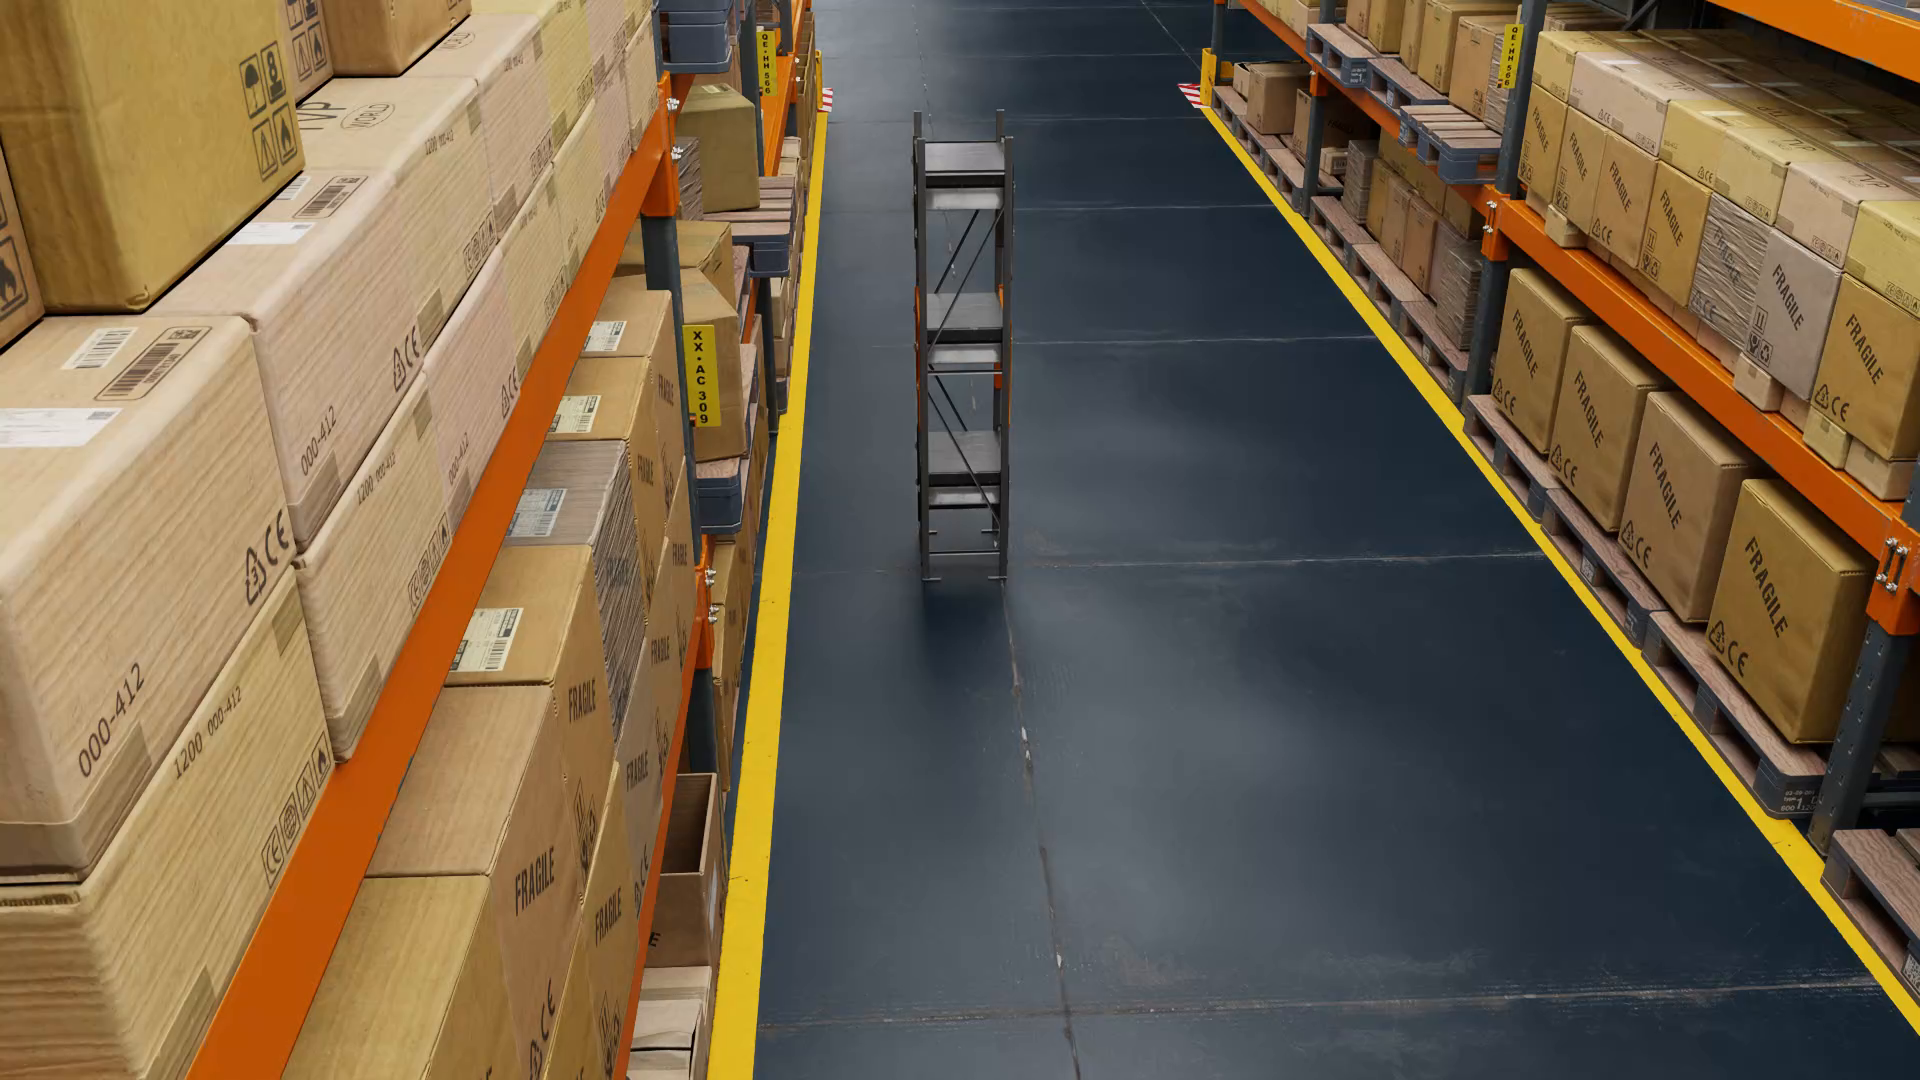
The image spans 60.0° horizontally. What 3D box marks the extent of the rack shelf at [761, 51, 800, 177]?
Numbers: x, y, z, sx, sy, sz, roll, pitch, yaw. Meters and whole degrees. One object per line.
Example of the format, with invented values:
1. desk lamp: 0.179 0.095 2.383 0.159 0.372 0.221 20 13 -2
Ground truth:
1. rack shelf: -1.636 -2.544 10.662 1.077 0.370 4.000 -1 28 -3

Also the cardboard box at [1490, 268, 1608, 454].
1. cardboard box: 3.322 -0.951 8.700 0.750 0.750 0.750 -2 28 -3

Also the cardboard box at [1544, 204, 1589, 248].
1. cardboard box: 3.135 -1.559 8.245 0.380 0.149 0.250 -1 28 -1

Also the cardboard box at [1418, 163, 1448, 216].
1. cardboard box: 3.326 -2.313 10.858 0.500 0.250 0.500 -2 28 -3

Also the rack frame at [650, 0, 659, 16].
1. rack frame: -1.323 -2.752 3.795 1.000 3.000 0.127 -1 28 -3

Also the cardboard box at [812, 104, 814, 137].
1. cardboard box: -1.536 -3.668 14.558 0.500 0.250 0.500 -1 28 -3

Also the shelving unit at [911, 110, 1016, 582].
1. shelving unit: 0.009 -0.855 7.618 0.431 2.100 0.503 -1 28 -3

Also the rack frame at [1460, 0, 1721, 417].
1. rack frame: 3.415 -2.060 8.957 1.000 3.000 0.127 -1 28 -3

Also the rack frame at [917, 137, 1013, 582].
1. rack frame: 0.021 -0.742 7.402 0.400 2.100 0.015 -1 28 -3

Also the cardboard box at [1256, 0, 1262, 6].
1. cardboard box: 2.792 -4.756 14.266 0.500 0.250 0.500 -1 28 -2

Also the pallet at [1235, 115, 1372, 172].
1. pallet: 3.069 -3.545 14.819 1.003 0.211 1.213 -1 28 -3

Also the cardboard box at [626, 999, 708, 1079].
1. cardboard box: -0.971 1.508 4.547 0.500 0.311 0.500 -1 28 -3

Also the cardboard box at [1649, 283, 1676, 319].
1. cardboard box: 3.292 -1.092 7.351 0.380 0.149 0.250 -1 28 -2

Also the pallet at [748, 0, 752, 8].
1. pallet: -1.344 -2.120 6.031 1.213 0.211 1.003 -1 28 -3

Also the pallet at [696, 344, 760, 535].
1. pallet: -1.255 -0.378 5.940 1.003 0.211 1.213 -1 28 -3

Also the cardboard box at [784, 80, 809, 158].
1. cardboard box: -1.452 -3.308 13.057 0.500 0.500 0.500 -1 28 -3

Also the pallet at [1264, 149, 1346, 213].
1. pallet: 3.136 -2.981 13.737 1.003 0.211 1.213 -1 28 -3

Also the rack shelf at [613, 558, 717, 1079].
1. rack shelf: -1.218 1.151 3.578 1.077 0.370 4.000 -1 28 -3

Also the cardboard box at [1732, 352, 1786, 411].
1. cardboard box: 3.246 -0.617 6.440 0.380 0.149 0.250 -1 28 -3

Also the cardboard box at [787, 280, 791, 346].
1. cardboard box: -1.293 -1.387 10.185 0.500 0.250 0.500 -2 28 -4

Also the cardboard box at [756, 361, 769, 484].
1. cardboard box: -1.248 -0.600 8.383 0.500 0.500 0.500 0 28 -1

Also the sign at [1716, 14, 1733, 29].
1. sign: 3.969 -2.589 8.718 0.100 0.325 0.005 -1 28 -3

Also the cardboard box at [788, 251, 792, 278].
1. cardboard box: -1.326 -1.882 10.527 0.500 0.311 0.500 -2 28 -4

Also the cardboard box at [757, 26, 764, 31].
1. cardboard box: -1.671 -3.494 11.867 0.500 0.250 0.500 0 28 1

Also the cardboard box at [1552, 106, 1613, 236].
1. cardboard box: 3.203 -1.773 7.954 0.500 0.500 0.500 0 28 -1

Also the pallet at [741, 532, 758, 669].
1. pallet: -1.470 0.205 7.629 1.003 0.211 1.213 -1 28 -3

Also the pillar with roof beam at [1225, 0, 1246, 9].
1. pillar with roof beam: -0.715 -10.779 19.187 9.100 9.000 0.400 -1 28 -3

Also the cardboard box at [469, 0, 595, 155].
1. cardboard box: -0.980 -0.897 3.104 0.500 0.250 0.500 -1 28 -3

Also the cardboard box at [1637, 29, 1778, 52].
1. cardboard box: 3.698 -2.375 8.297 0.500 0.250 0.500 -1 28 -1

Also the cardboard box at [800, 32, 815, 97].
1. cardboard box: -1.557 -4.231 14.827 0.500 0.500 0.500 -1 28 -3

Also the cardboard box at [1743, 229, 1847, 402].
1. cardboard box: 3.312 -0.841 6.167 0.500 0.500 0.500 -1 28 -2

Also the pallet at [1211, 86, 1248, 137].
1. pallet: 3.008 -4.107 15.897 1.003 0.211 1.213 -1 28 -3

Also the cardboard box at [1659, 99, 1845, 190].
1. cardboard box: 3.273 -1.648 6.903 0.500 0.250 0.500 -2 28 -4

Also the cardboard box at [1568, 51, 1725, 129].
1. cardboard box: 3.210 -2.114 7.797 0.500 0.250 0.500 -2 28 -3

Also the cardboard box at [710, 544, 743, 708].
1. cardboard box: -1.144 0.346 6.570 0.500 0.500 0.500 -1 28 -2

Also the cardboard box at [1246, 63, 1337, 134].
1. cardboard box: 2.962 -3.917 14.743 0.700 0.500 0.500 -3 28 -6

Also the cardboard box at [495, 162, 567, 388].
1. cardboard box: -0.960 -0.444 2.777 0.500 0.250 0.500 -1 28 -3

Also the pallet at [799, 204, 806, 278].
1. pallet: -1.663 -2.211 12.260 1.003 0.211 1.213 -1 28 -3

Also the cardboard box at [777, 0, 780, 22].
1. cardboard box: -1.826 -4.511 13.547 0.700 0.500 0.500 -1 28 -2

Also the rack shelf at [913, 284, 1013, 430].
1. rack shelf: 0.009 -0.842 7.624 0.431 0.518 0.480 -1 28 -3

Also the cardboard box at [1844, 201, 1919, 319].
1. cardboard box: 3.344 -0.940 5.547 0.500 0.250 0.500 -1 28 -1

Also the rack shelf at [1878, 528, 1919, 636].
1. rack shelf: 3.728 1.029 3.811 1.077 0.370 4.000 -1 28 -3

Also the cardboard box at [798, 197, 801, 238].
1. cardboard box: -1.405 -2.335 12.003 0.500 0.250 0.500 -2 28 -3

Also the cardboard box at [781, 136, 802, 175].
1. cardboard box: -1.433 -2.822 12.330 0.500 0.311 0.500 -1 28 -3

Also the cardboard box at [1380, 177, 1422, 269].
1. cardboard box: 3.325 -2.181 11.415 0.700 0.500 0.500 -1 28 -2

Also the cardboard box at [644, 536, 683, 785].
1. cardboard box: -1.012 0.326 4.272 0.500 0.500 0.500 -1 28 -1

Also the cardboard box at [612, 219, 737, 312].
1. cardboard box: -1.223 -0.863 6.098 0.700 0.500 0.500 3 28 5

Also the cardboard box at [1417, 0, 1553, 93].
1. cardboard box: 3.293 -3.092 10.350 0.700 0.500 0.500 -1 28 -3

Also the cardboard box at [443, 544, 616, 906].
1. cardboard box: -0.957 0.349 3.147 0.500 0.500 0.500 -2 28 -3

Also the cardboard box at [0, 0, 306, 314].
1. cardboard box: -1.099 -0.532 1.594 0.700 0.500 0.500 -1 28 -3

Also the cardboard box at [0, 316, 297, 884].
1. cardboard box: -0.881 0.027 1.333 0.500 0.250 0.500 -1 28 -3

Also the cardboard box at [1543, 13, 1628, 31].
1. cardboard box: 3.367 -2.746 8.986 0.380 0.149 0.250 -5 28 -9
